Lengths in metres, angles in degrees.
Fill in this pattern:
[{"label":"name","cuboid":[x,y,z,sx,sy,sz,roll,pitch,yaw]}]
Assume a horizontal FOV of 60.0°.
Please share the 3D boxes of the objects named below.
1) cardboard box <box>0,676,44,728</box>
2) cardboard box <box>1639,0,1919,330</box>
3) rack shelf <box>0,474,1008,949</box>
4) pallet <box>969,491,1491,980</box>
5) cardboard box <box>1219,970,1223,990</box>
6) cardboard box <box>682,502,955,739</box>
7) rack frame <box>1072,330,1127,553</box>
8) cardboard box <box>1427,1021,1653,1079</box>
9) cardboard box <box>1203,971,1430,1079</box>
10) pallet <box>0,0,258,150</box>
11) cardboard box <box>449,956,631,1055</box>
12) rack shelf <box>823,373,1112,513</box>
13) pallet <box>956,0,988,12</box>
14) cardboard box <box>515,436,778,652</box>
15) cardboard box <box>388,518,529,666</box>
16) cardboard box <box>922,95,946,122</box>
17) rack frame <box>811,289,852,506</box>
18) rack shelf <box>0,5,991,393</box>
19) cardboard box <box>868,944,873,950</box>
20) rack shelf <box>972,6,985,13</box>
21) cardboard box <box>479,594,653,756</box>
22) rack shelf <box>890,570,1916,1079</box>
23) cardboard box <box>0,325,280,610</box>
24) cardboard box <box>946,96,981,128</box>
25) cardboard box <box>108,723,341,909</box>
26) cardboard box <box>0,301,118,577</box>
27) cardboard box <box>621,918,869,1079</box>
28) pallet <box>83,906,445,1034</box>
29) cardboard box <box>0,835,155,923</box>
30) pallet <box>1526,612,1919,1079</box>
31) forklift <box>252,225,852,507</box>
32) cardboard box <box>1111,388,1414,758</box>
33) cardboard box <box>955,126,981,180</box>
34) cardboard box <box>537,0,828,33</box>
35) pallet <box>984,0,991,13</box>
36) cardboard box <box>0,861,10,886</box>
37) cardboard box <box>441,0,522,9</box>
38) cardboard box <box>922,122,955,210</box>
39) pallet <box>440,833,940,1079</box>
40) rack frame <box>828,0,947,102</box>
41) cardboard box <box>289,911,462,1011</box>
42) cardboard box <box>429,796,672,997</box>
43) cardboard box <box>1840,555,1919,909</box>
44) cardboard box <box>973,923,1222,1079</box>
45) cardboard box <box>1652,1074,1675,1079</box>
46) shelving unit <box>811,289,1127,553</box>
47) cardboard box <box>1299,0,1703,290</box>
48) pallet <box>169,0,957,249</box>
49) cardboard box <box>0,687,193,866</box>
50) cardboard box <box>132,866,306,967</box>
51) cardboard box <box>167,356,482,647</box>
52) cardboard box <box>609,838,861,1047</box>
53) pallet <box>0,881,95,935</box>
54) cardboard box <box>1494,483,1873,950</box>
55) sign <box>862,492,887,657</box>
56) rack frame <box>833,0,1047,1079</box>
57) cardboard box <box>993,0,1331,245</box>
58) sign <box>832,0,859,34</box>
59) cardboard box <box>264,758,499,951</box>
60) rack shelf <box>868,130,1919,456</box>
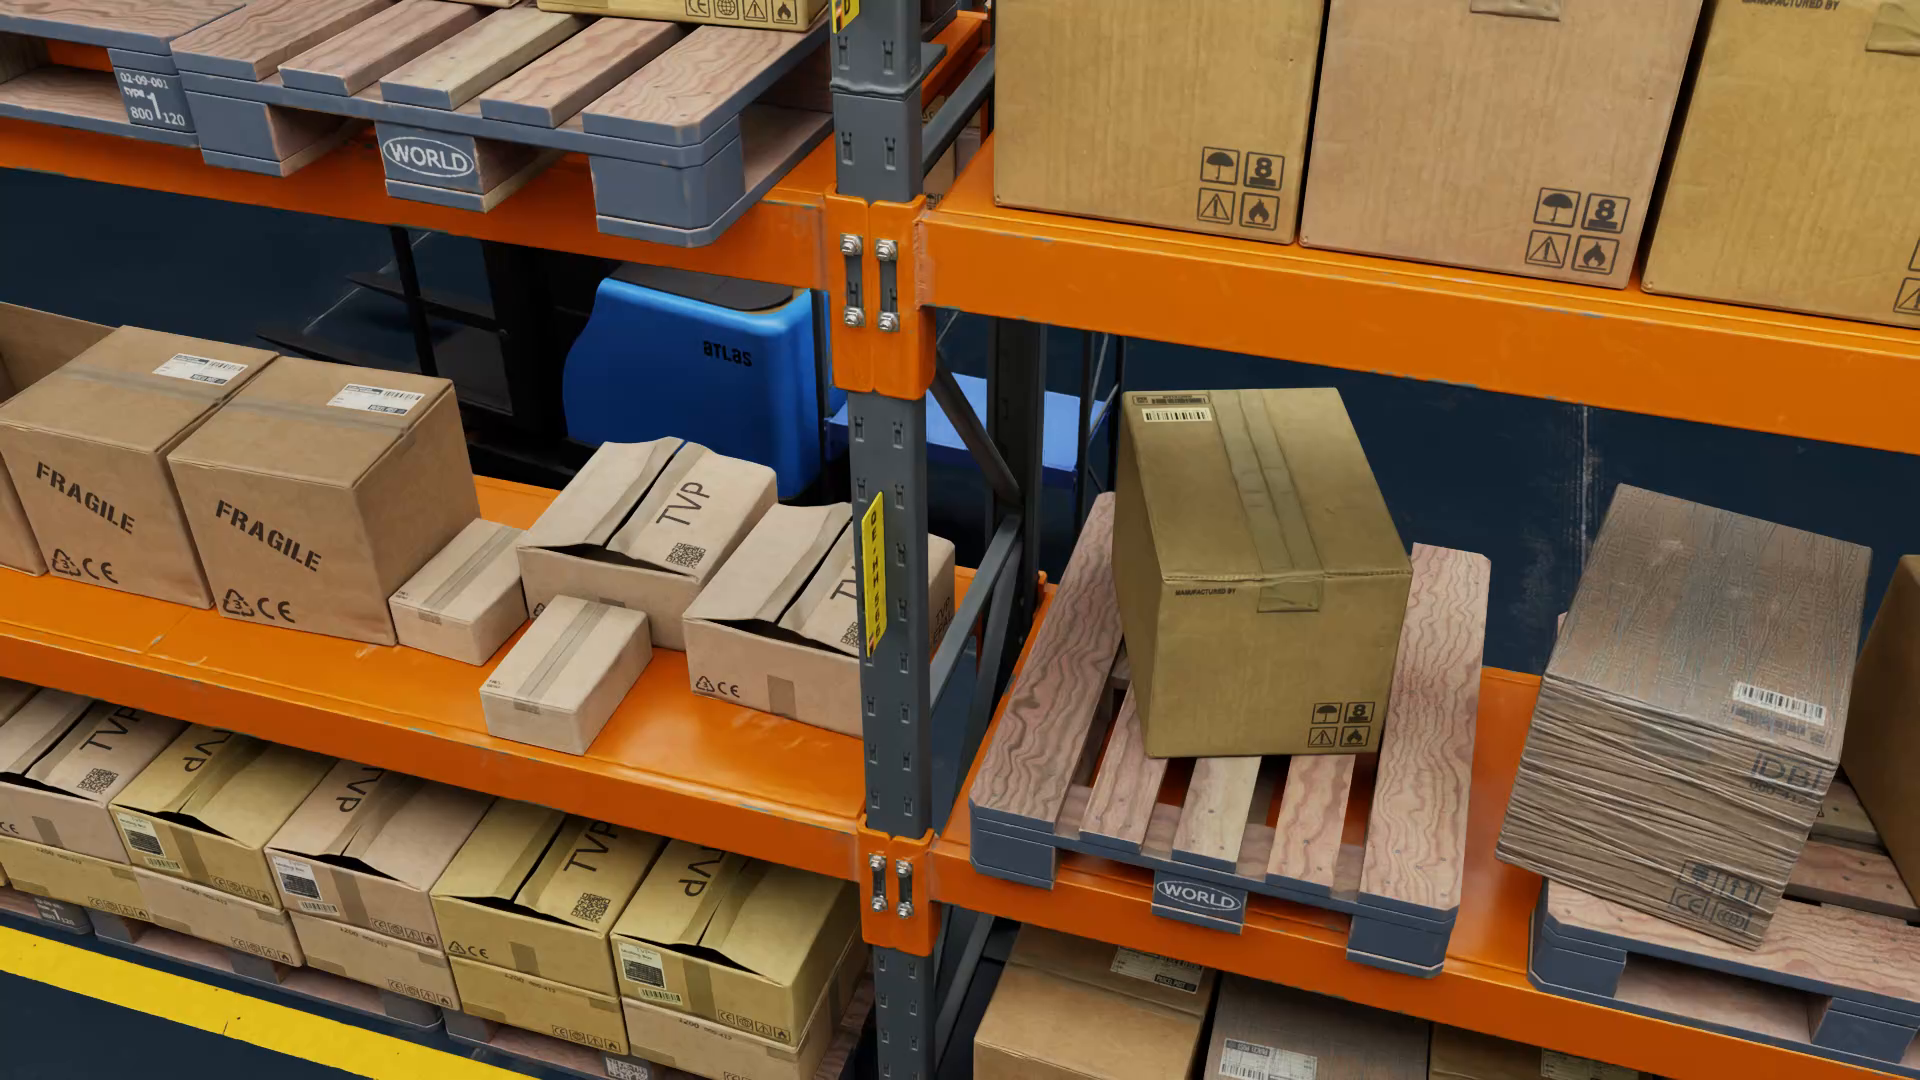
[{"label":"cardboard box","cuboid":[-3.021,0.531,4.991,0.500,0.311,0.500,10,38,13]},{"label":"cardboard box","cuboid":[1.411,-0.788,2.676,0.500,0.500,0.910,10,38,14]},{"label":"rack shelf","cuboid":[-1.908,0.156,4.614,4.000,0.370,1.077,10,38,14]},{"label":"pallet","cuboid":[0.669,0.377,3.869,1.003,0.211,1.213,10,38,14]},{"label":"cardboard box","cuboid":[0.964,1.082,4.487,0.500,0.500,0.500,12,38,16]},{"label":"cardboard box","cuboid":[-0.333,0.167,4.068,0.500,0.311,0.500,13,38,17]},{"label":"rack frame","cuboid":[0.519,-0.459,6.109,0.032,1.500,0.500,12,38,16]},{"label":"cardboard box","cuboid":[1.329,1.473,3.956,0.500,0.500,0.500,10,38,13]},{"label":"cardboard box","cuboid":[0.852,1.381,4.081,0.500,0.500,0.500,9,37,12]},{"label":"pallet","cuboid":[-1.742,-1.177,3.448,1.213,0.211,1.003,12,38,16]},{"label":"cardboard box","cuboid":[-1.067,1.114,4.671,0.500,0.250,0.500,10,38,13]},{"label":"rack shelf","cuboid":[0.043,-0.420,6.359,1.000,0.185,0.538,12,38,16]},{"label":"pallet","cuboid":[-0.427,-2.833,8.230,1.213,0.211,1.003,10,38,14]},{"label":"cardboard box","cuboid":[-0.795,-0.012,4.311,0.500,0.311,0.500,10,38,13]},{"label":"cardboard box","cuboid":[-1.233,0.128,4.258,0.250,0.149,0.380,13,38,17]},{"label":"cardboard box","cuboid":[-0.246,-2.378,8.555,0.500,0.250,0.500,10,38,14]},{"label":"rack frame","cuboid":[-0.434,-0.670,6.395,0.032,1.500,0.500,12,38,16]},{"label":"rack shelf","cuboid":[-1.908,-1.052,3.725,4.000,0.370,1.077,10,38,14]},{"label":"cardboard box","cuboid":[-0.411,0.900,4.963,0.500,0.250,0.500,10,38,14]},{"label":"rack shelf","cuboid":[-0.435,-2.647,8.423,4.000,0.370,1.077,10,38,14]},{"label":"cardboard box","cuboid":[-0.940,0.319,3.999,0.250,0.149,0.380,10,38,14]},{"label":"rack shelf","cuboid":[1.910,0.863,3.654,4.000,0.370,1.077,10,38,14]},{"label":"cardboard box","cuboid":[-2.108,-0.201,4.408,0.500,0.500,0.500,11,38,14]},{"label":"cardboard box","cuboid":[0.246,-2.290,8.436,0.500,0.250,0.500,11,38,15]},{"label":"cardboard box","cuboid":[-2.029,0.710,4.747,0.500,0.311,0.500,12,38,15]},{"label":"cardboard box","cuboid":[-2.586,-0.289,4.528,0.500,0.500,0.500,13,38,17]},{"label":"cardboard box","cuboid":[-0.574,1.203,4.550,0.500,0.250,0.500,11,38,15]},{"label":"pallet","cuboid":[-1.934,0.959,5.269,1.213,0.211,1.003,10,38,14]},{"label":"cardboard box","cuboid":[-2.523,0.844,5.038,0.500,0.250,0.500,9,37,12]},{"label":"pallet","cuboid":[1.859,0.638,3.514,1.213,0.211,1.003,10,38,14]},{"label":"forklift","cuboid":[-1.774,-1.741,6.642,3.031,2.935,1.130,17,39,21]},{"label":"cardboard box","cuboid":[0.636,0.058,3.702,0.500,0.500,0.700,-1,36,-2]},{"label":"cardboard box","cuboid":[0.315,-2.009,8.686,0.500,0.500,0.700,10,38,14]},{"label":"cardboard box","cuboid":[-0.449,-1.145,3.017,0.500,0.250,0.500,8,37,10]},{"label":"pallet","cuboid":[0.762,-2.572,7.876,1.003,0.211,1.213,10,38,14]},{"label":"cardboard box","cuboid":[-3.018,0.754,5.161,0.500,0.250,0.500,11,38,15]},{"label":"cardboard box","cuboid":[-0.955,-1.228,3.129,0.500,0.250,0.500,11,38,15]},{"label":"cardboard box","cuboid":[-0.168,-2.080,8.784,0.500,0.500,0.700,10,38,14]},{"label":"pallet","cuboid":[-0.773,1.175,4.975,1.213,0.211,1.003,10,38,14]},{"label":"rack frame","cuboid":[0.001,-2.196,2.142,0.127,3.000,1.000,10,38,14]},{"label":"cardboard box","cuboid":[-1.546,1.024,4.794,0.500,0.250,0.500,11,38,15]},{"label":"cardboard box","cuboid":[-1.070,0.891,4.501,0.500,0.311,0.500,10,38,13]},{"label":"cardboard box","cuboid":[2.114,0.440,3.183,0.500,0.500,0.700,2,36,2]},{"label":"cardboard box","cuboid":[0.350,1.292,4.202,0.500,0.500,0.500,12,38,16]},{"label":"cardboard box","cuboid":[1.829,1.562,3.835,0.500,0.500,0.500,9,37,12]},{"label":"shelving unit","cuboid":[0.043,-0.565,6.252,1.048,1.500,0.538,12,38,16]},{"label":"cardboard box","cuboid":[0.914,-0.880,2.800,0.500,0.500,0.910,10,38,14]},{"label":"pallet","cuboid":[-0.673,-0.981,3.182,1.003,0.211,1.213,12,38,16]},{"label":"cardboard box","cuboid":[-2.526,0.622,4.867,0.500,0.311,0.500,9,37,12]},{"label":"cardboard box","cuboid":[-2.038,0.934,4.915,0.500,0.250,0.500,11,38,15]},{"label":"cardboard box","cuboid":[-1.606,-0.108,4.281,0.500,0.500,0.500,9,37,11]},{"label":"cardboard box","cuboid":[-0.572,0.979,4.381,0.500,0.311,0.500,11,38,15]},{"label":"pallet","cuboid":[-3.102,0.744,5.561,1.213,0.211,1.003,10,38,14]},{"label":"cardboard box","cuboid":[1.452,0.328,3.335,0.500,0.500,0.700,18,40,22]},{"label":"sign","cuboid":[-0.161,0.068,3.150,0.005,0.325,0.100,10,38,14]},{"label":"rack frame","cuboid":[0.001,0.220,3.921,0.127,3.000,1.000,10,38,14]},{"label":"cardboard box","cuboid":[0.427,-0.970,2.923,0.500,0.500,0.910,10,38,14]},{"label":"sign","cuboid":[-0.172,-0.916,2.430,0.005,0.325,0.100,10,38,14]},{"label":"cardboard box","cuboid":[-1.551,0.800,4.625,0.500,0.311,0.500,10,38,14]},{"label":"rack shelf","cuboid":[1.910,-0.345,2.764,4.000,0.370,1.077,10,38,14]}]
